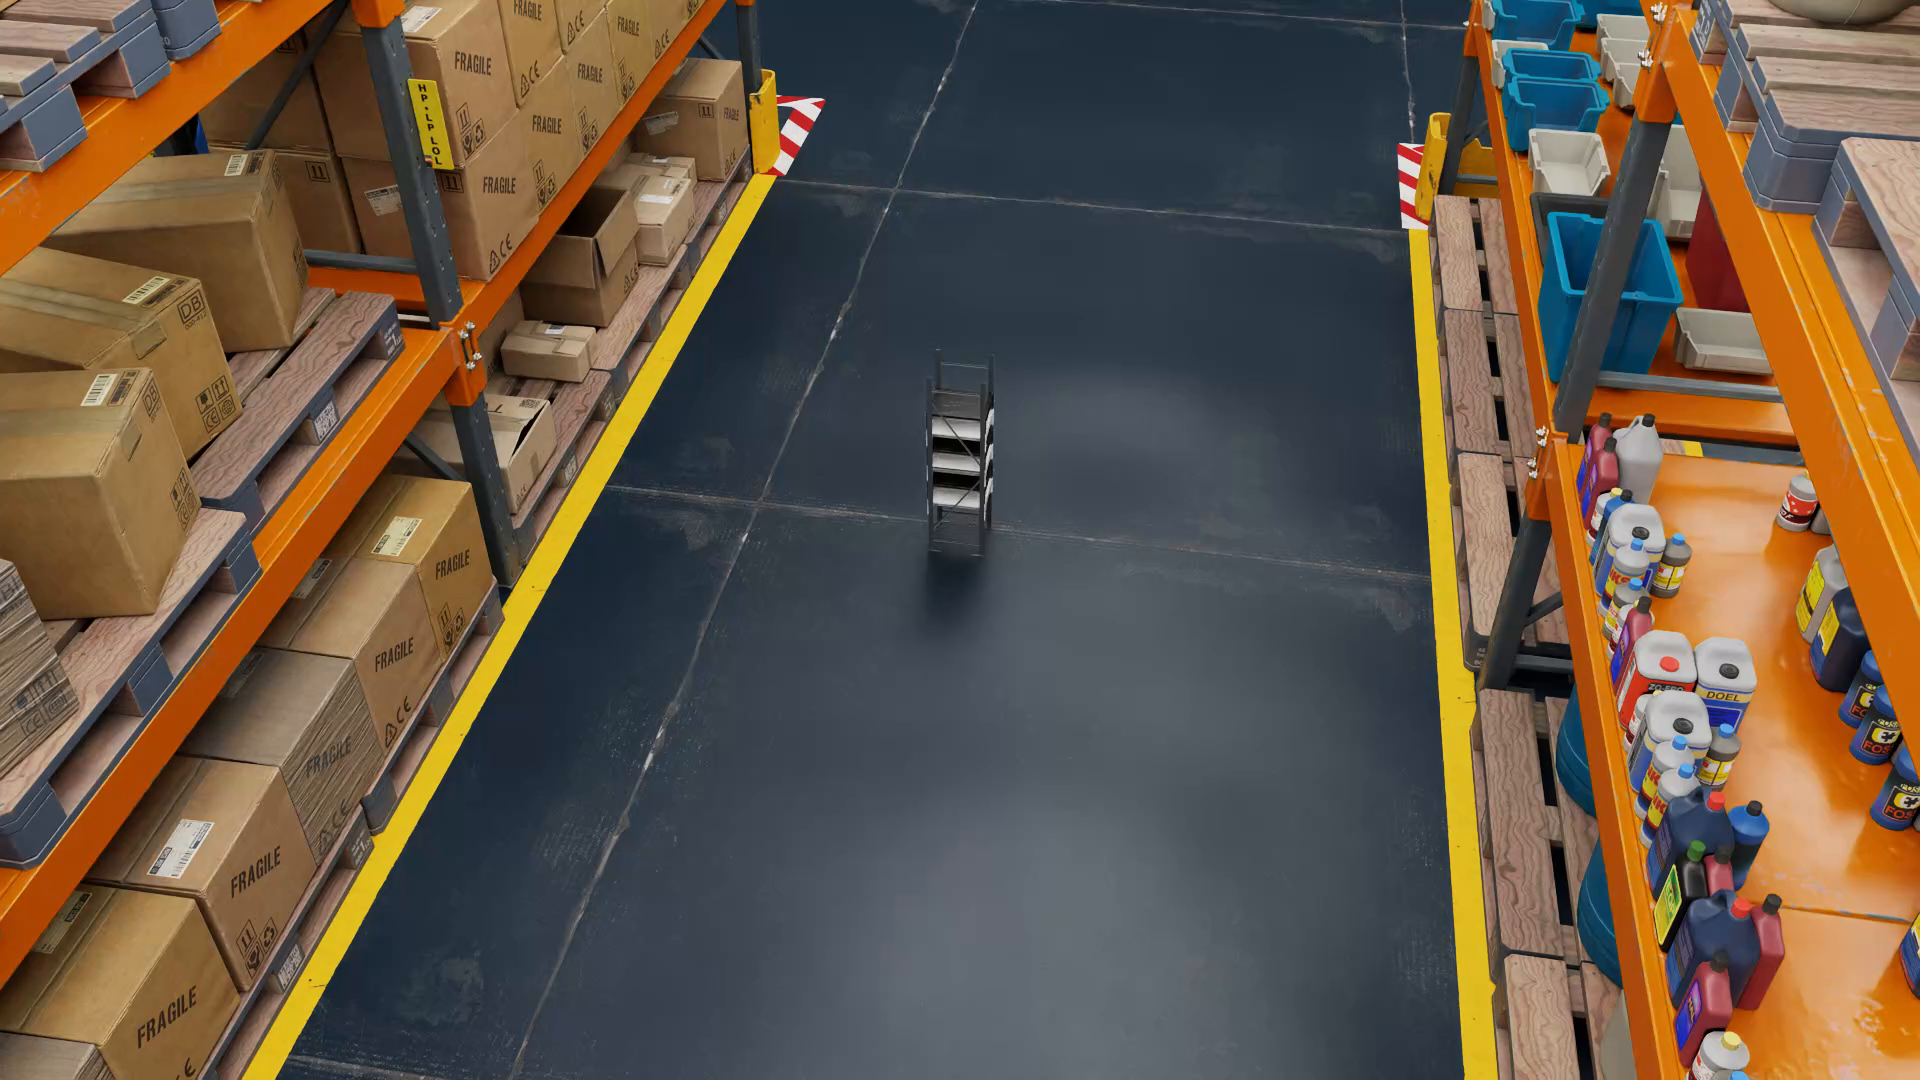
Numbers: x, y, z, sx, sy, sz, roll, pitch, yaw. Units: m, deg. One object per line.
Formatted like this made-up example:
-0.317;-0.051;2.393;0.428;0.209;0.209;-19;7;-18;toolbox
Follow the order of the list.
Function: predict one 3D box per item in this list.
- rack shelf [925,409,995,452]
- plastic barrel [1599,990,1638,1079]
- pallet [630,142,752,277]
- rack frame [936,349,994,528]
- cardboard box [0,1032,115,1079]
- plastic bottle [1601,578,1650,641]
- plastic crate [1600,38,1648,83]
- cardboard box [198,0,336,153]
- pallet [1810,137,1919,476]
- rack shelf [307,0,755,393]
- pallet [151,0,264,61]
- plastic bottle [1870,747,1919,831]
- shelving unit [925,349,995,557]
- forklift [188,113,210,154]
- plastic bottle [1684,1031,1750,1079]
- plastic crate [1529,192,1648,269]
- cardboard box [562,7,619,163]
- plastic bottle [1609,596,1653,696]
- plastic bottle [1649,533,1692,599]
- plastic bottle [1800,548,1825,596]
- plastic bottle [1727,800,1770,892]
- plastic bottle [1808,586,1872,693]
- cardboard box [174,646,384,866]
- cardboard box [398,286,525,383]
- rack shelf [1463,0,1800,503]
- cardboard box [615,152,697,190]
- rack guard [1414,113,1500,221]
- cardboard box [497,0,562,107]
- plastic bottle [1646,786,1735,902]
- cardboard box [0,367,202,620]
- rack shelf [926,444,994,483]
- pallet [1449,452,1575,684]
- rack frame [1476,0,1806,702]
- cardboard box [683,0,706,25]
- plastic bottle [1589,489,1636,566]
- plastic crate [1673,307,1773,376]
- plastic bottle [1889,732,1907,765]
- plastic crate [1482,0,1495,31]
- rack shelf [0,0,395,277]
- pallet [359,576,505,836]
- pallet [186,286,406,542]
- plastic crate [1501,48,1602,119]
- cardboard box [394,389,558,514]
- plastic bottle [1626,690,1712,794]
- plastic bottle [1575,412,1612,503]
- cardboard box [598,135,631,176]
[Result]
0.001;-0.465;6.876;0.258;0.077;0.200;6;40;8;rack shelf
2.095;1.437;4.781;0.421;0.512;0.421;0;40;0;plastic barrel
-1.821;-1.925;9.413;1.003;0.211;1.213;6;40;8;pallet
0.019;-0.416;7.047;0.240;0.900;0.006;6;40;8;rack frame
-2.610;1.683;4.476;0.500;0.500;0.500;5;40;6;cardboard box
1.932;0.197;4.814;0.097;0.201;0.097;0;40;0;plastic bottle
3.180;-2.209;7.727;0.396;0.136;0.243;6;40;8;plastic crate
-2.531;-1.807;6.219;0.500;0.500;0.500;7;40;8;cardboard box
2.282;-0.357;3.122;1.003;0.211;1.213;6;40;8;pallet
-2.017;-2.015;7.898;1.077;0.370;4.000;6;40;8;rack shelf
-2.545;-1.719;4.769;1.213;0.211;1.003;6;40;8;pallet
2.425;0.617;4.250;0.097;0.271;0.097;0;40;0;plastic bottle
0.001;-0.352;6.969;0.258;0.900;0.210;6;40;8;shelving unit
-4.546;-2.358;7.801;1.130;2.935;3.031;9;40;10;forklift
1.668;1.154;3.656;0.097;0.201;0.097;0;40;0;plastic bottle
2.444;-1.138;6.441;0.437;0.125;0.590;6;40;8;plastic crate
-1.832;-2.001;7.238;0.500;0.500;0.500;6;40;7;cardboard box
1.877;0.297;4.629;0.061;0.283;0.133;6;40;8;plastic bottle
2.122;0.068;4.970;0.097;0.201;0.097;0;40;0;plastic bottle
2.576;0.098;4.933;0.097;0.201;0.097;0;40;0;plastic bottle
1.920;0.744;4.097;0.097;0.271;0.097;0;40;0;plastic bottle
2.504;0.243;4.641;0.144;0.351;0.185;6;40;8;plastic bottle
-2.347;0.722;5.640;0.500;0.500;0.500;7;40;8;cardboard box
-2.414;-1.030;7.907;0.500;0.311;0.500;6;40;8;cardboard box
2.861;-1.467;7.235;1.077;0.370;4.000;6;40;8;rack shelf
-1.681;-2.013;9.209;0.380;0.166;0.250;6;40;8;cardboard box
3.198;-2.052;9.340;1.175;0.500;0.348;6;40;8;rack guard
-1.916;-2.050;6.512;0.500;0.500;0.500;5;40;6;cardboard box
1.794;0.727;4.055;0.144;0.351;0.185;6;40;8;plastic bottle
-2.608;-0.122;4.636;0.700;0.500;0.500;-3;40;-4;cardboard box
0.001;-0.326;6.991;0.258;0.077;0.200;6;40;8;rack shelf
2.604;0.120;6.939;1.003;0.211;1.213;6;40;8;pallet
2.515;-0.489;5.487;1.000;3.000;0.127;6;40;8;rack frame
-1.567;-2.949;8.385;0.500;0.500;0.500;7;40;8;cardboard box
1.989;-0.037;5.042;0.097;0.271;0.097;0;40;0;plastic bottle
2.736;-0.687;5.886;0.396;0.136;0.243;6;40;8;plastic crate
2.591;0.472;4.422;0.152;0.276;0.135;6;40;8;plastic bottle
2.703;-2.610;8.212;0.250;0.136;0.298;6;40;8;plastic crate
-2.709;-0.661;3.906;1.077;0.370;4.000;6;40;8;rack shelf
-2.467;0.552;6.417;1.003;0.211;1.213;6;40;8;pallet
-2.609;-0.474;5.620;1.003;0.211;1.213;6;40;8;pallet
2.612;-2.013;7.415;0.416;0.233;0.300;6;40;8;plastic crate
-2.078;-0.410;7.157;0.500;0.311;0.500;6;40;8;cardboard box
1.859;0.534;4.347;0.152;0.276;0.135;6;40;8;plastic bottle
2.031;-0.261;5.303;0.061;0.283;0.133;6;40;8;plastic bottle
-2.131;-2.034;9.169;0.500;0.250;0.500;6;40;8;cardboard box
